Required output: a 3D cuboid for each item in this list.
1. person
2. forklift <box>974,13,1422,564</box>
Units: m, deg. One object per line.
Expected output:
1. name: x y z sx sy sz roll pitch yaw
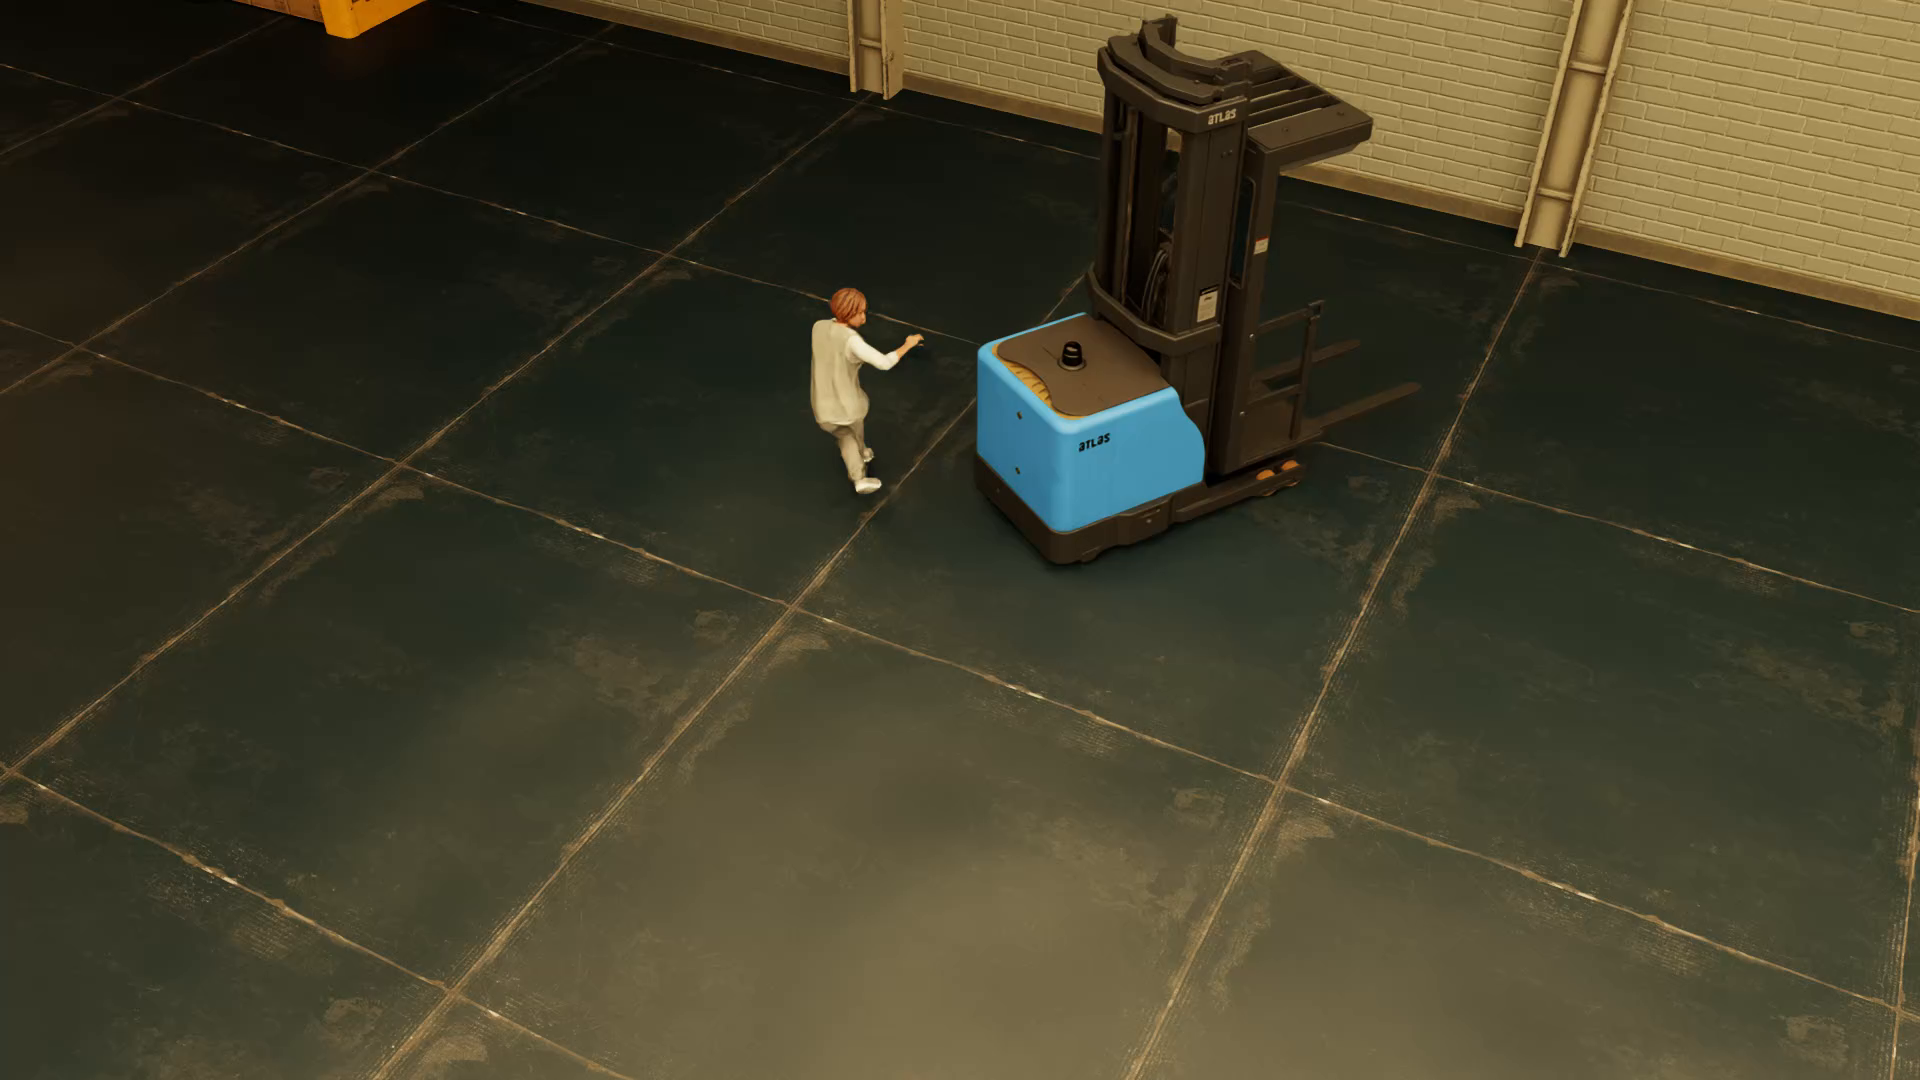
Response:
1. person: -0.560 -0.982 10.404 0.701 1.357 1.021 8 41 10
2. forklift: 1.623 -1.676 9.976 3.031 2.935 1.130 -20 44 -23
